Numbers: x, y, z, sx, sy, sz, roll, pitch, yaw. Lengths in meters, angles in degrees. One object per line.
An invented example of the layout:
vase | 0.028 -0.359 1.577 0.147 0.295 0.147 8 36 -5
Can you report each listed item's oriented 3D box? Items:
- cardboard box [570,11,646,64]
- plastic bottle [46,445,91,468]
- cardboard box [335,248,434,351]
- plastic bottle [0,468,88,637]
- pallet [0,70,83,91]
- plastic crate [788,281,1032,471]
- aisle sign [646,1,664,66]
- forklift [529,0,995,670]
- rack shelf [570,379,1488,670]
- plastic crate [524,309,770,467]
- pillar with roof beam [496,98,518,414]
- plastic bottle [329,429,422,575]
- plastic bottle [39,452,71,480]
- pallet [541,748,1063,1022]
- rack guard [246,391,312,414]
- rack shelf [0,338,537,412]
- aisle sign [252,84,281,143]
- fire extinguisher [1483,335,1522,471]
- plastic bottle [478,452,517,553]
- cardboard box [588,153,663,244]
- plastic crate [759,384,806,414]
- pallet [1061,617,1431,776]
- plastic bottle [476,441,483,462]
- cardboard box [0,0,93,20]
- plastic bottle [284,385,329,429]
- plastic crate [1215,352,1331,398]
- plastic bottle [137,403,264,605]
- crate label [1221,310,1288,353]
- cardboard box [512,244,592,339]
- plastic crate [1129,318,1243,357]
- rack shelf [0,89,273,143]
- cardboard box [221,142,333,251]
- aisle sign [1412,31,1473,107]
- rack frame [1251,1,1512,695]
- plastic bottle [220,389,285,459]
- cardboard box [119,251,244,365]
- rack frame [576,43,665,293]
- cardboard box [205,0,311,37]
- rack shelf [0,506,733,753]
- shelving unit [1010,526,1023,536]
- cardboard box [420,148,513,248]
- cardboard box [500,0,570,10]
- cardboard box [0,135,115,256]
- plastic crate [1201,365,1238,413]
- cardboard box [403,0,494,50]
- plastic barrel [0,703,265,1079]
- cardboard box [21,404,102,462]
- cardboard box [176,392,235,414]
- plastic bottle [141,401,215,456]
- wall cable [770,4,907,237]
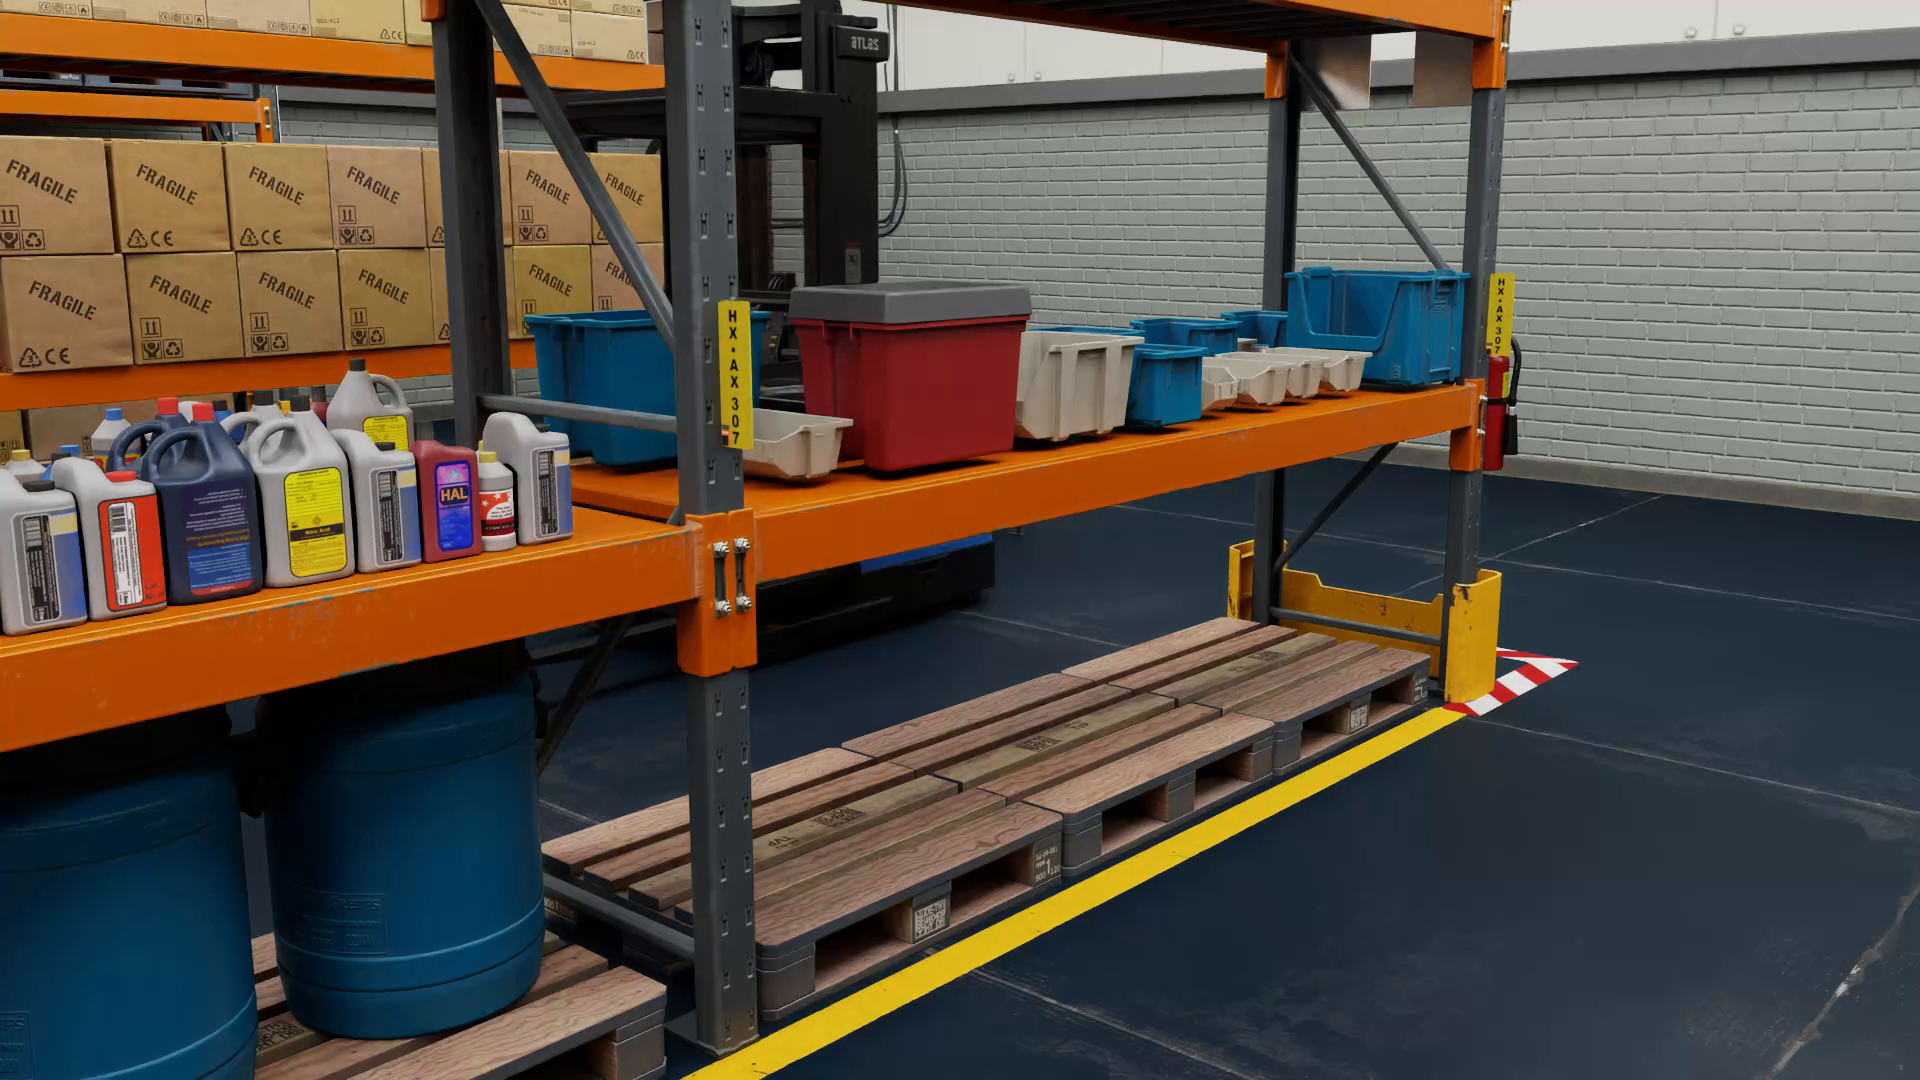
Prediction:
cardboard box | -2.126 -2.817 9.382 0.500 0.250 0.500 10 15 40
plastic bottle | -1.902 -0.102 3.570 0.097 0.201 0.097 0 11 0
cardboard box | -3.082 -1.254 8.574 0.500 0.500 0.500 9 15 40
plastic bottle | -1.587 0.008 2.827 0.152 0.276 0.135 10 15 40
pallet | -6.996 -3.306 11.673 1.003 0.211 1.213 10 15 40
plastic crate | -0.129 -0.460 4.537 0.402 0.464 0.583 10 15 40
aisle sign | -1.710 -2.775 9.807 0.394 0.787 0.004 10 15 40
forklift | -1.147 -0.974 7.607 1.130 2.935 3.031 9 15 39
rack shelf | 0.413 -0.241 5.598 1.077 0.370 4.000 10 15 40
plastic crate | -0.855 -0.434 4.614 0.392 0.384 0.575 10 15 40
pillar with roof beam | -1.342 -5.064 12.588 9.100 9.000 0.400 10 15 40
plastic bottle | -1.166 -0.085 3.298 0.152 0.276 0.135 10 15 40
plastic bottle | -1.604 -0.022 2.994 0.097 0.271 0.097 0 11 0
pallet | -0.451 0.954 4.894 1.003 0.211 1.213 10 15 40
rack guard | -5.693 -0.947 13.676 1.175 0.500 0.348 10 15 40
rack shelf | -3.305 -0.882 8.807 1.077 0.370 4.000 10 15 40
aisle sign | -5.436 -3.416 13.018 0.394 0.787 0.004 10 15 40
fire extinguisher | 2.174 -0.631 6.862 0.296 0.674 0.183 10 15 40
plastic bottle | -0.980 -0.082 3.471 0.097 0.201 0.097 0 11 0
cardboard box | -2.072 -1.968 9.596 0.500 0.500 0.500 10 15 40
plastic crate | -0.370 -0.394 5.074 0.437 0.125 0.590 10 15 40
pallet | 1.160 0.595 6.691 1.003 0.211 1.213 10 15 40
plastic bottle | -1.030 -0.116 3.641 0.097 0.201 0.097 0 11 0
cardboard box | -4.118 -2.378 7.182 0.500 0.250 0.500 10 15 40
plastic bottle | -1.558 -0.224 3.973 0.061 0.283 0.133 10 15 40
plastic crate | 1.129 -0.604 6.099 0.396 0.136 0.243 10 15 40
plastic bottle | -1.390 -0.071 3.034 0.144 0.351 0.185 10 15 40
crate label | 1.323 -0.842 7.042 0.416 0.233 0.303 10 15 40
cardboard box | -2.416 -1.401 9.309 0.500 0.500 0.500 10 15 41
plastic crate | 0.889 -0.745 6.557 0.416 0.233 0.300 10 15 40
rack shelf | -7.029 -2.993 11.717 1.077 0.370 4.000 10 15 40
cardboard box | -3.423 -1.665 8.079 0.500 0.500 0.500 9 15 39
aisle sign | 2.001 -2.136 6.609 0.394 0.787 0.004 10 15 40
rack frame | 1.733 -0.888 7.001 1.000 3.000 0.127 10 15 40
plastic bottle | -1.376 -0.117 3.263 0.144 0.351 0.185 10 15 40
cardboard box | -3.749 -1.105 7.832 0.500 0.500 0.500 10 15 41
rack frame | -1.985 -1.529 10.210 1.000 3.000 0.127 10 15 40
cardboard box | -3.454 -2.524 7.915 0.500 0.250 0.500 10 15 40
rack shelf | -2.227 0.347 2.651 1.077 0.370 4.000 10 15 40
shelving unit | -0.004 -0.734 10.059 0.431 1.500 0.755 10 15 40
cardboard box | -2.744 -1.816 8.839 0.500 0.500 0.500 10 15 42
cardboard box | -2.462 -2.990 8.970 0.500 0.250 0.500 10 15 40
cardboard box | -4.103 -1.513 7.321 0.500 0.500 0.500 10 15 42
plastic crate | 0.782 -0.514 5.647 0.298 0.136 0.250 10 15 40
cardboard box | -2.785 -2.670 8.644 0.500 0.250 0.500 10 15 40
plastic barrel | -1.746 0.705 3.307 0.600 0.901 0.708 10 15 40
cardboard box | -6.757 -0.886 12.297 0.700 0.500 0.500 9 14 39
cardboard box | -6.095 -1.033 13.037 0.700 0.500 0.500 10 15 40
plastic bottle | -1.740 -0.166 3.702 0.152 0.276 0.135 10 15 40
wall cable | -1.706 -4.374 17.065 3.097 2.526 0.112 10 15 40
